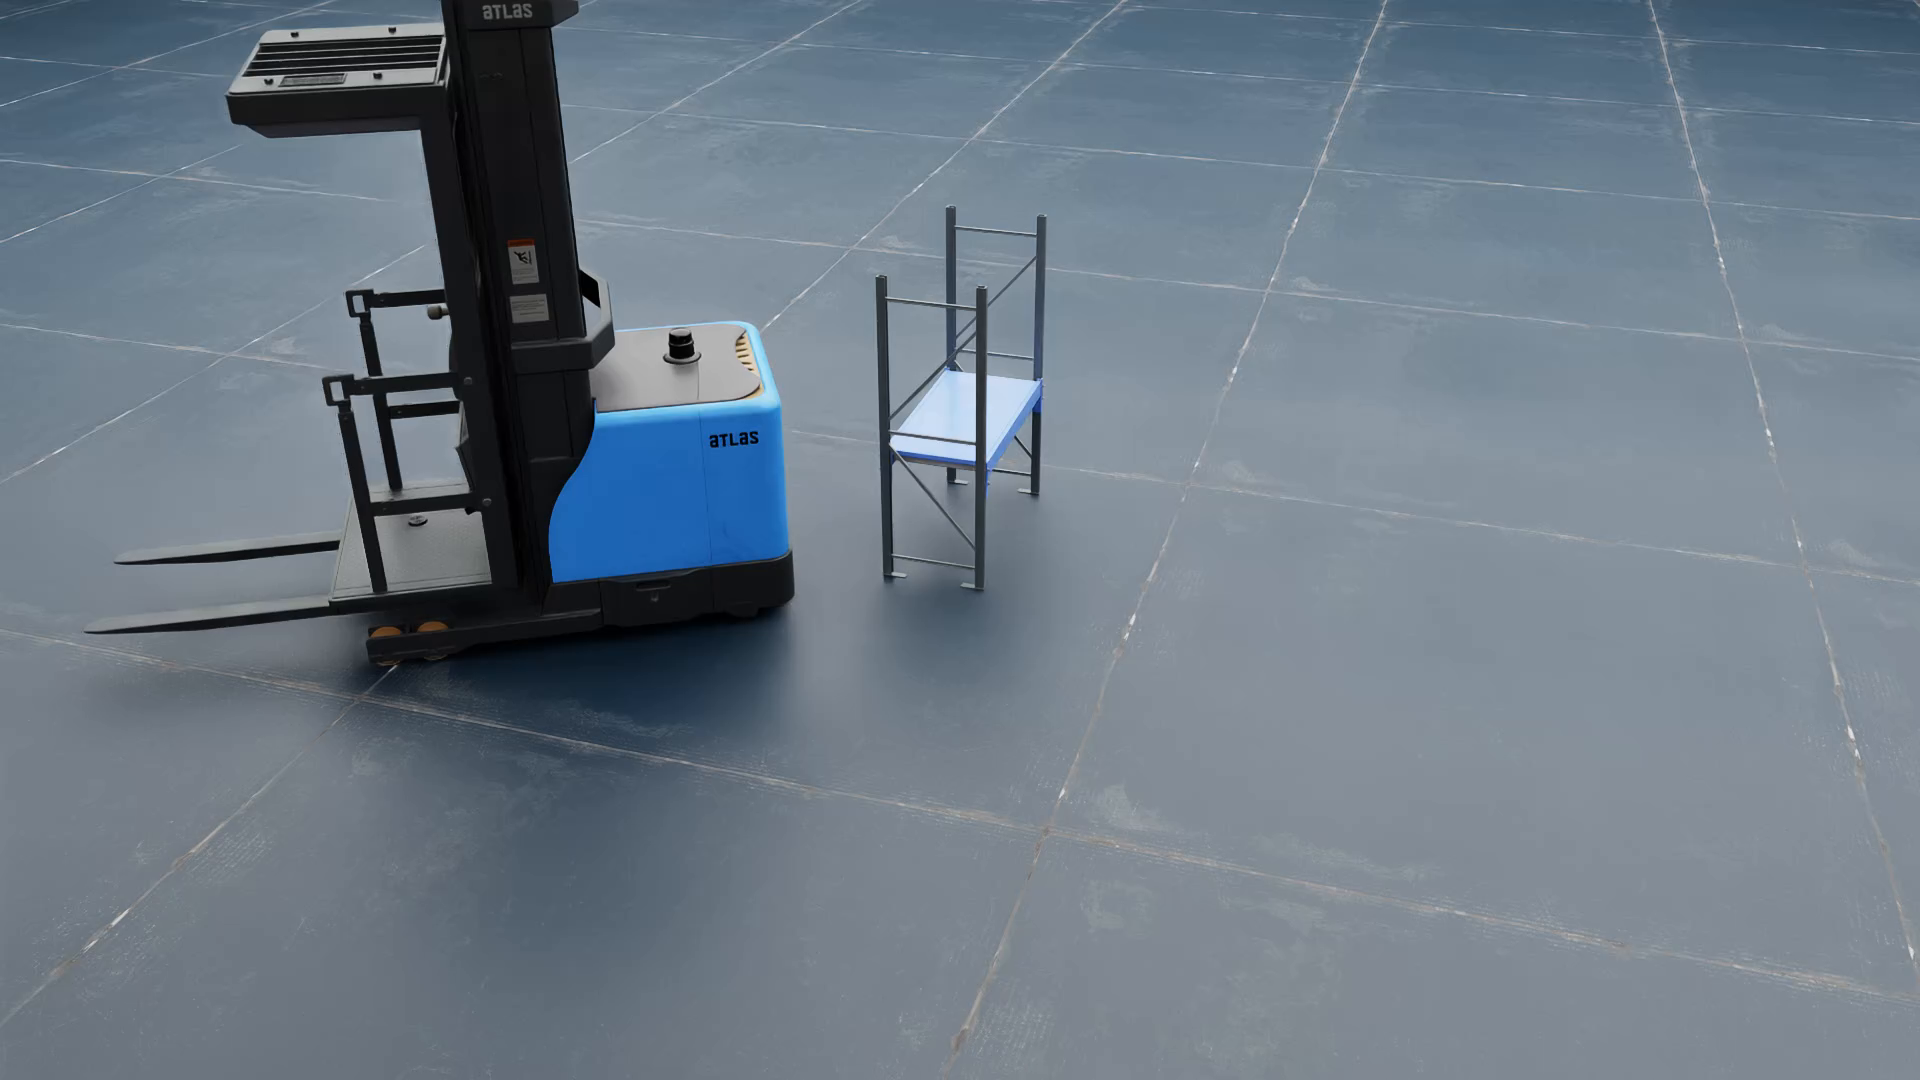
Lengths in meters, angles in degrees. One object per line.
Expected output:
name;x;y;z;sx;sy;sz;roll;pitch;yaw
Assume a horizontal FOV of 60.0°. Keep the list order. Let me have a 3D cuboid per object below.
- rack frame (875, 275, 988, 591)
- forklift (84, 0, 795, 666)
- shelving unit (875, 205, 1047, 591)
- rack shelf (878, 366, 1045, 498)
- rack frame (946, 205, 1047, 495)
rack frame;-0.124;-0.459;7.532;0.500;1.500;0.032;8;30;15
forklift;-2.334;-1.015;7.059;3.031;2.935;1.130;-6;30;-11
shelving unit;0.025;-0.695;7.957;0.538;1.500;1.048;8;30;15
rack shelf;0.025;-0.538;8.044;0.538;0.185;1.000;8;30;15
rack frame;0.174;-0.931;8.381;0.500;1.500;0.032;8;30;15
